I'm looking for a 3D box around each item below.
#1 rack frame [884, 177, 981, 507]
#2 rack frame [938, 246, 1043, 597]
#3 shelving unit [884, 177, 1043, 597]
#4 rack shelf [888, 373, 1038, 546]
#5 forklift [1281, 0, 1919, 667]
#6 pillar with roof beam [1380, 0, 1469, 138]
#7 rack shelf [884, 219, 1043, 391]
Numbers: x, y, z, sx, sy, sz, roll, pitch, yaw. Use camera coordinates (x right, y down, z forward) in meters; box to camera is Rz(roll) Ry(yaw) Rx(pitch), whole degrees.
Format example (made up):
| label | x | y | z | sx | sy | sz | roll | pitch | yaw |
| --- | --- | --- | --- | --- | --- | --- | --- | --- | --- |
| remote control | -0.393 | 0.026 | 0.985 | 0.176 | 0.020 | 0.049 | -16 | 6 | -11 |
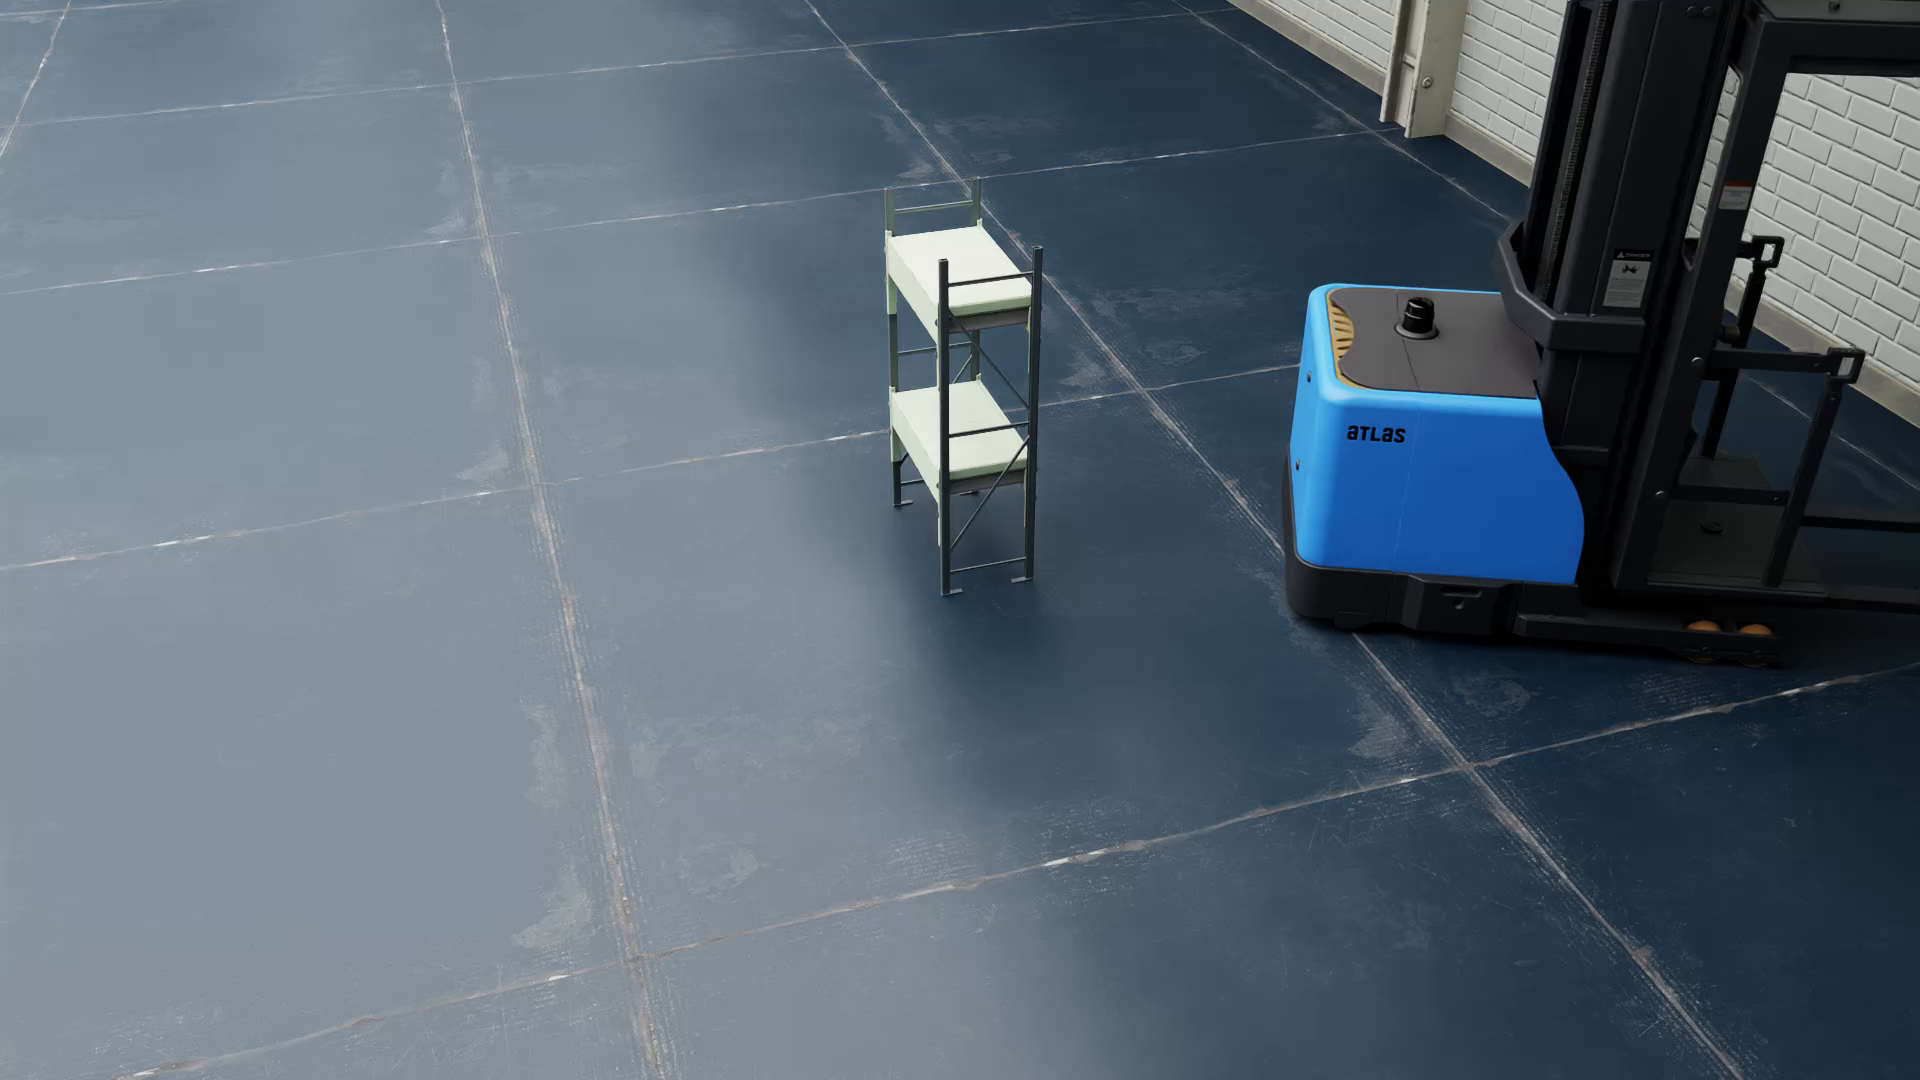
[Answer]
| label | x | y | z | sx | sy | sz | roll | pitch | yaw |
| --- | --- | --- | --- | --- | --- | --- | --- | --- | --- |
| rack frame | -0.110 | -0.814 | 7.122 | 0.400 | 1.500 | 0.023 | -10 | 35 | -15 |
| rack frame | 0.114 | -0.430 | 6.540 | 0.400 | 1.500 | 0.023 | -10 | 35 | -15 |
| shelving unit | 0.002 | -0.622 | 6.831 | 0.431 | 1.500 | 0.755 | -10 | 35 | -15 |
| rack shelf | 0.002 | -0.350 | 7.011 | 0.431 | 0.370 | 0.720 | -10 | 35 | -15 |
| forklift | 2.886 | -1.039 | 6.164 | 3.031 | 2.935 | 1.130 | 4 | 34 | 6 |
| pillar with roof beam | -0.934 | -5.921 | 8.047 | 9.100 | 9.000 | 0.400 | -10 | 35 | -15 |
| rack shelf | 0.002 | -0.948 | 6.616 | 0.431 | 0.370 | 0.720 | -10 | 35 | -15 |
